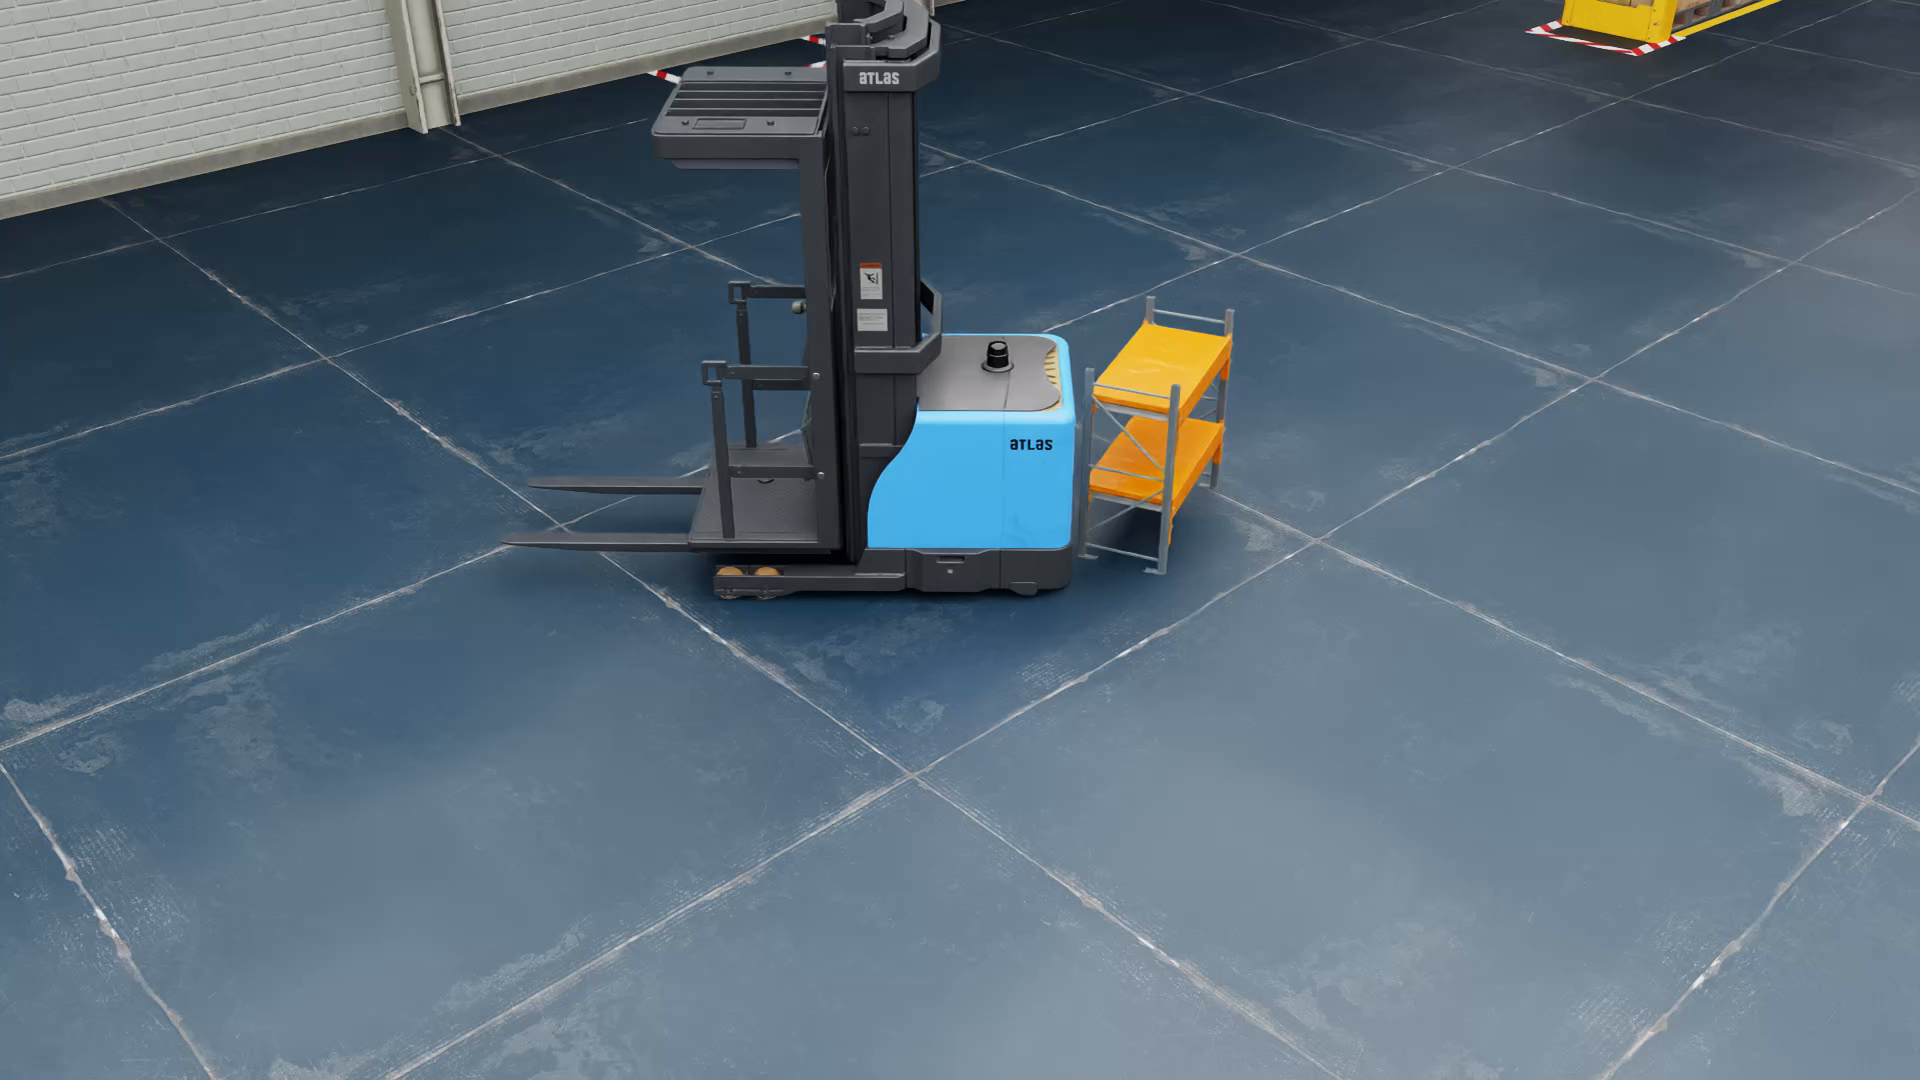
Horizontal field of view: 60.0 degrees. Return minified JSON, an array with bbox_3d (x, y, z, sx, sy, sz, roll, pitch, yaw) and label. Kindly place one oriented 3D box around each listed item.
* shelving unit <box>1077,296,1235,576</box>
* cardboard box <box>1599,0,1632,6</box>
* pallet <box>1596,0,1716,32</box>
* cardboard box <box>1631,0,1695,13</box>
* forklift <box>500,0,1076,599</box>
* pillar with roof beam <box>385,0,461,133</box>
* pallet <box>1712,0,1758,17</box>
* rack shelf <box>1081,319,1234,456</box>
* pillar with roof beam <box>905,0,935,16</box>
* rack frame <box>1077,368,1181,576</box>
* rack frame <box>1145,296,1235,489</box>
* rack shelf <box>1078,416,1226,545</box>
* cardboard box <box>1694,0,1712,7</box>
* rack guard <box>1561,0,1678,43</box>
[{"bbox_3d":[1.078,-0.591,9.138,0.538,1.125,1.048,13,34,20],"label":"shelving unit"},{"bbox_3d":[7.500,-6.268,18.858,0.500,0.250,0.500,-26,40,-35],"label":"cardboard box"},{"bbox_3d":[7.840,-6.056,18.951,1.213,0.211,1.003,-26,40,-35],"label":"pallet"},{"bbox_3d":[7.852,-6.070,18.534,0.500,0.250,0.500,-26,40,-35],"label":"cardboard box"},{"bbox_3d":[-0.922,-1.215,8.428,3.031,2.935,1.130,0,31,1],"label":"forklift"},{"bbox_3d":[-2.010,-6.087,10.579,0.400,9.000,9.100,-26,40,-35],"label":"pillar with roof beam"},{"bbox_3d":[8.734,-6.487,19.655,1.213,0.211,1.003,-26,40,-35],"label":"pallet"},{"bbox_3d":[1.078,-0.841,8.986,0.538,0.278,1.000,13,34,20],"label":"rack shelf"},{"bbox_3d":[2.389,-8.216,14.059,0.400,9.000,9.100,-26,40,-35],"label":"pillar with roof beam"},{"bbox_3d":[0.876,-0.348,8.740,0.500,1.125,0.032,13,34,20],"label":"rack frame"},{"bbox_3d":[1.280,-0.835,9.537,0.500,1.125,0.032,13,34,20],"label":"rack frame"},{"bbox_3d":[1.078,-0.383,9.266,0.538,0.278,1.000,13,34,20],"label":"rack shelf"},{"bbox_3d":[8.216,-6.248,18.826,0.500,0.250,0.500,-26,40,-35],"label":"cardboard box"},{"bbox_3d":[7.290,-5.883,18.392,0.348,0.500,1.175,-26,40,-35],"label":"rack guard"}]
